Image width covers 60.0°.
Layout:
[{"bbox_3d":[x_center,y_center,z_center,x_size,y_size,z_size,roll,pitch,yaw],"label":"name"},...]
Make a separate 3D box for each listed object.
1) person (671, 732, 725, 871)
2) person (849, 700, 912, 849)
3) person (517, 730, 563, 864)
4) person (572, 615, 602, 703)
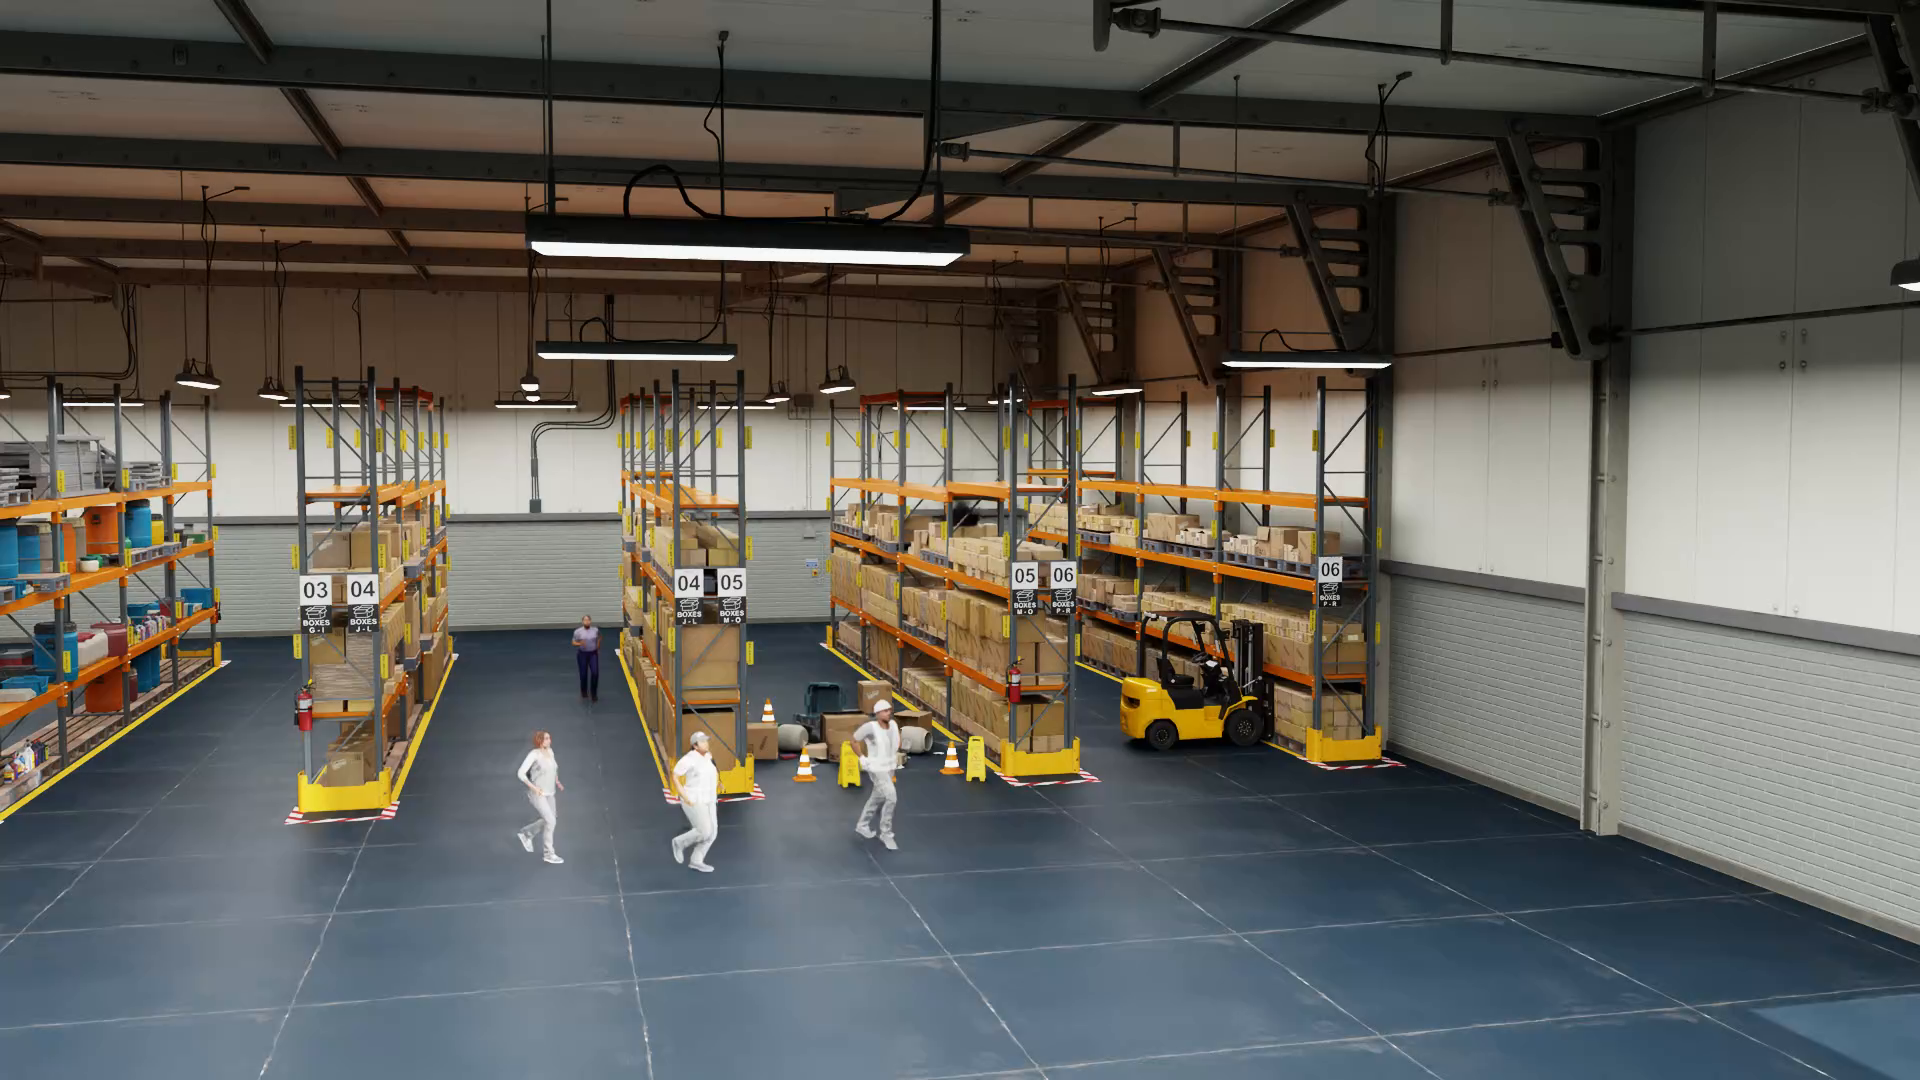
[{"bbox_3d":[-3.029,3.041,19.335,0.559,1.635,0.634,2,4,28],"label":"person"},{"bbox_3d":[-0.967,2.894,20.628,0.786,1.852,0.645,2,4,33],"label":"person"},{"bbox_3d":[-5.012,3.036,19.752,0.683,1.579,0.560,1,4,23],"label":"person"},{"bbox_3d":[-7.152,2.285,31.963,0.587,1.696,0.691,-1,4,-18],"label":"person"}]
